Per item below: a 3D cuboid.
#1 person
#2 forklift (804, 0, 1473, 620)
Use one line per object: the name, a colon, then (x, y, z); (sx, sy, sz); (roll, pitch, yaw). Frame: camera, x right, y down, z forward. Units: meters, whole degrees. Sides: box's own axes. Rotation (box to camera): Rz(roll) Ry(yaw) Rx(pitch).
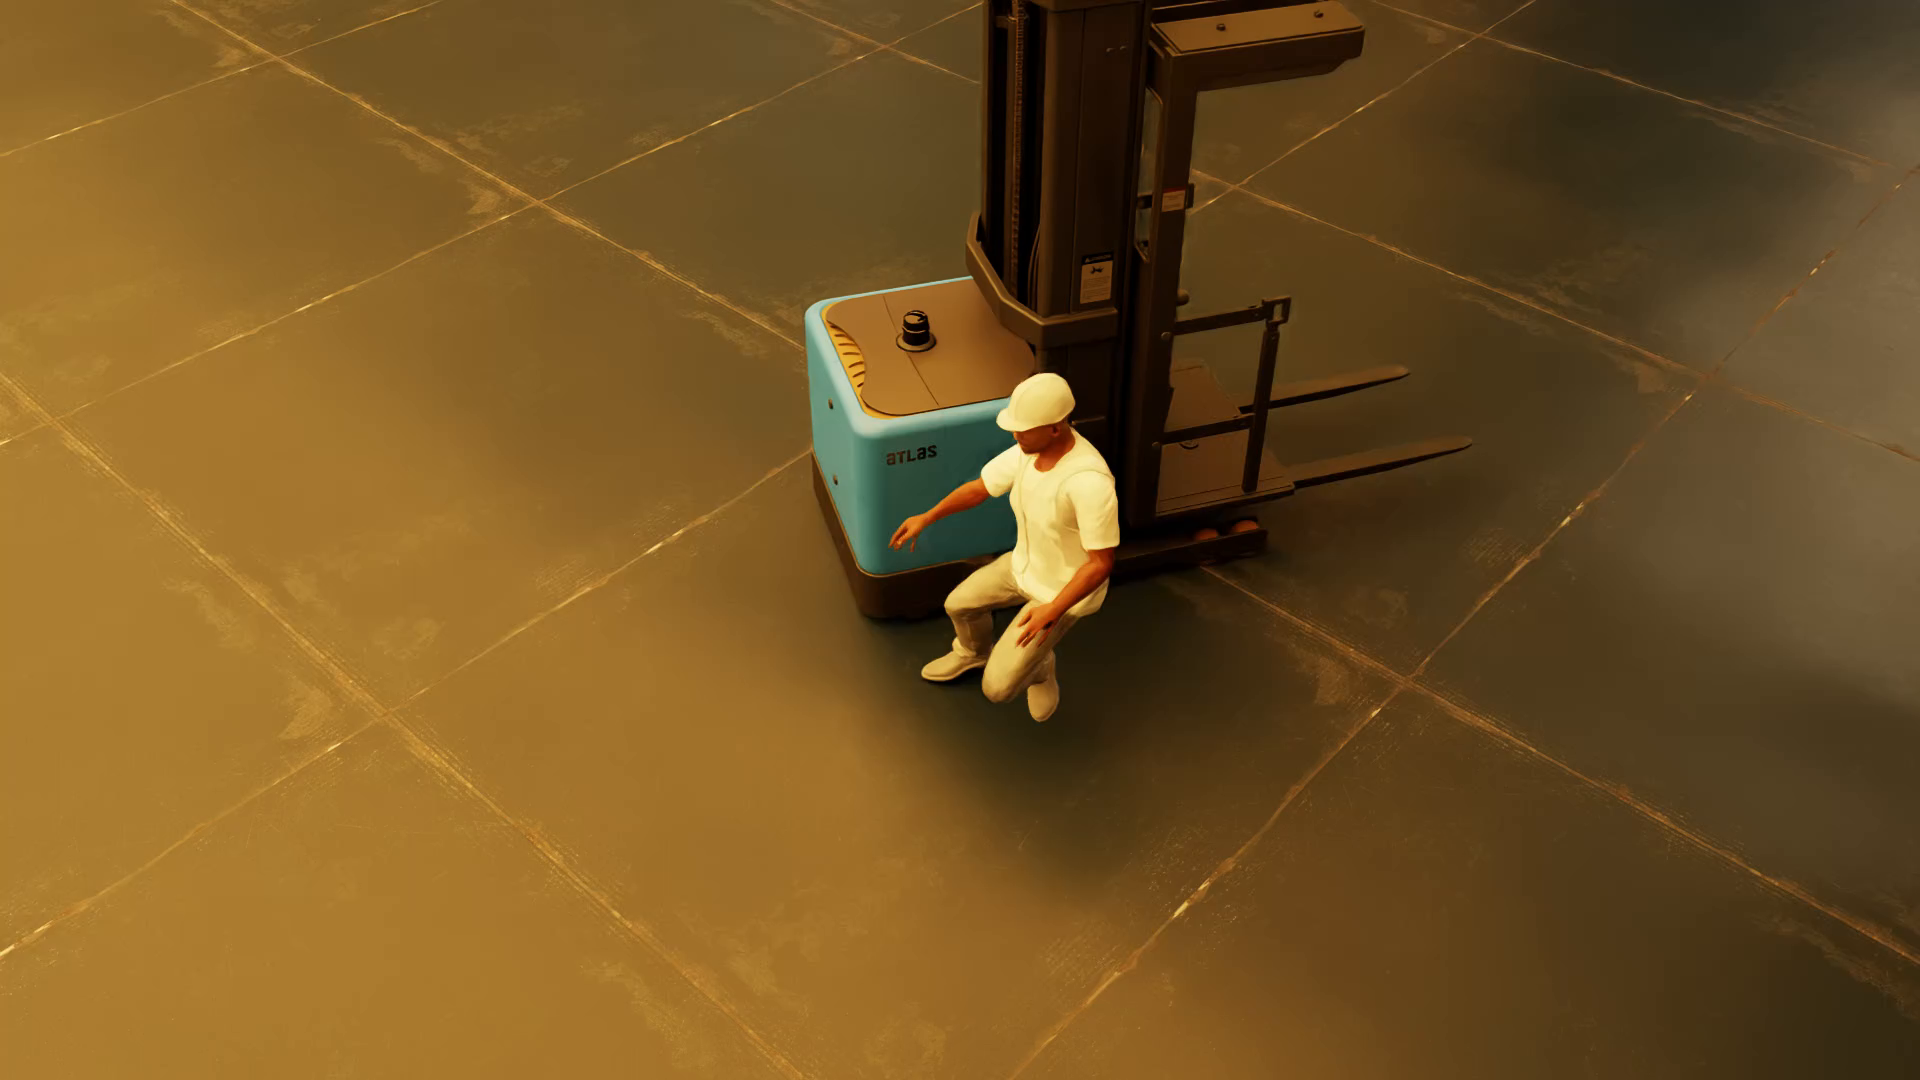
person: (0.182, 0.123, 6.265); (0.713, 1.624, 0.822); (-15, 43, -17)
forklift: (0.885, -1.318, 6.965); (3.031, 2.935, 1.130); (-11, 42, -13)
